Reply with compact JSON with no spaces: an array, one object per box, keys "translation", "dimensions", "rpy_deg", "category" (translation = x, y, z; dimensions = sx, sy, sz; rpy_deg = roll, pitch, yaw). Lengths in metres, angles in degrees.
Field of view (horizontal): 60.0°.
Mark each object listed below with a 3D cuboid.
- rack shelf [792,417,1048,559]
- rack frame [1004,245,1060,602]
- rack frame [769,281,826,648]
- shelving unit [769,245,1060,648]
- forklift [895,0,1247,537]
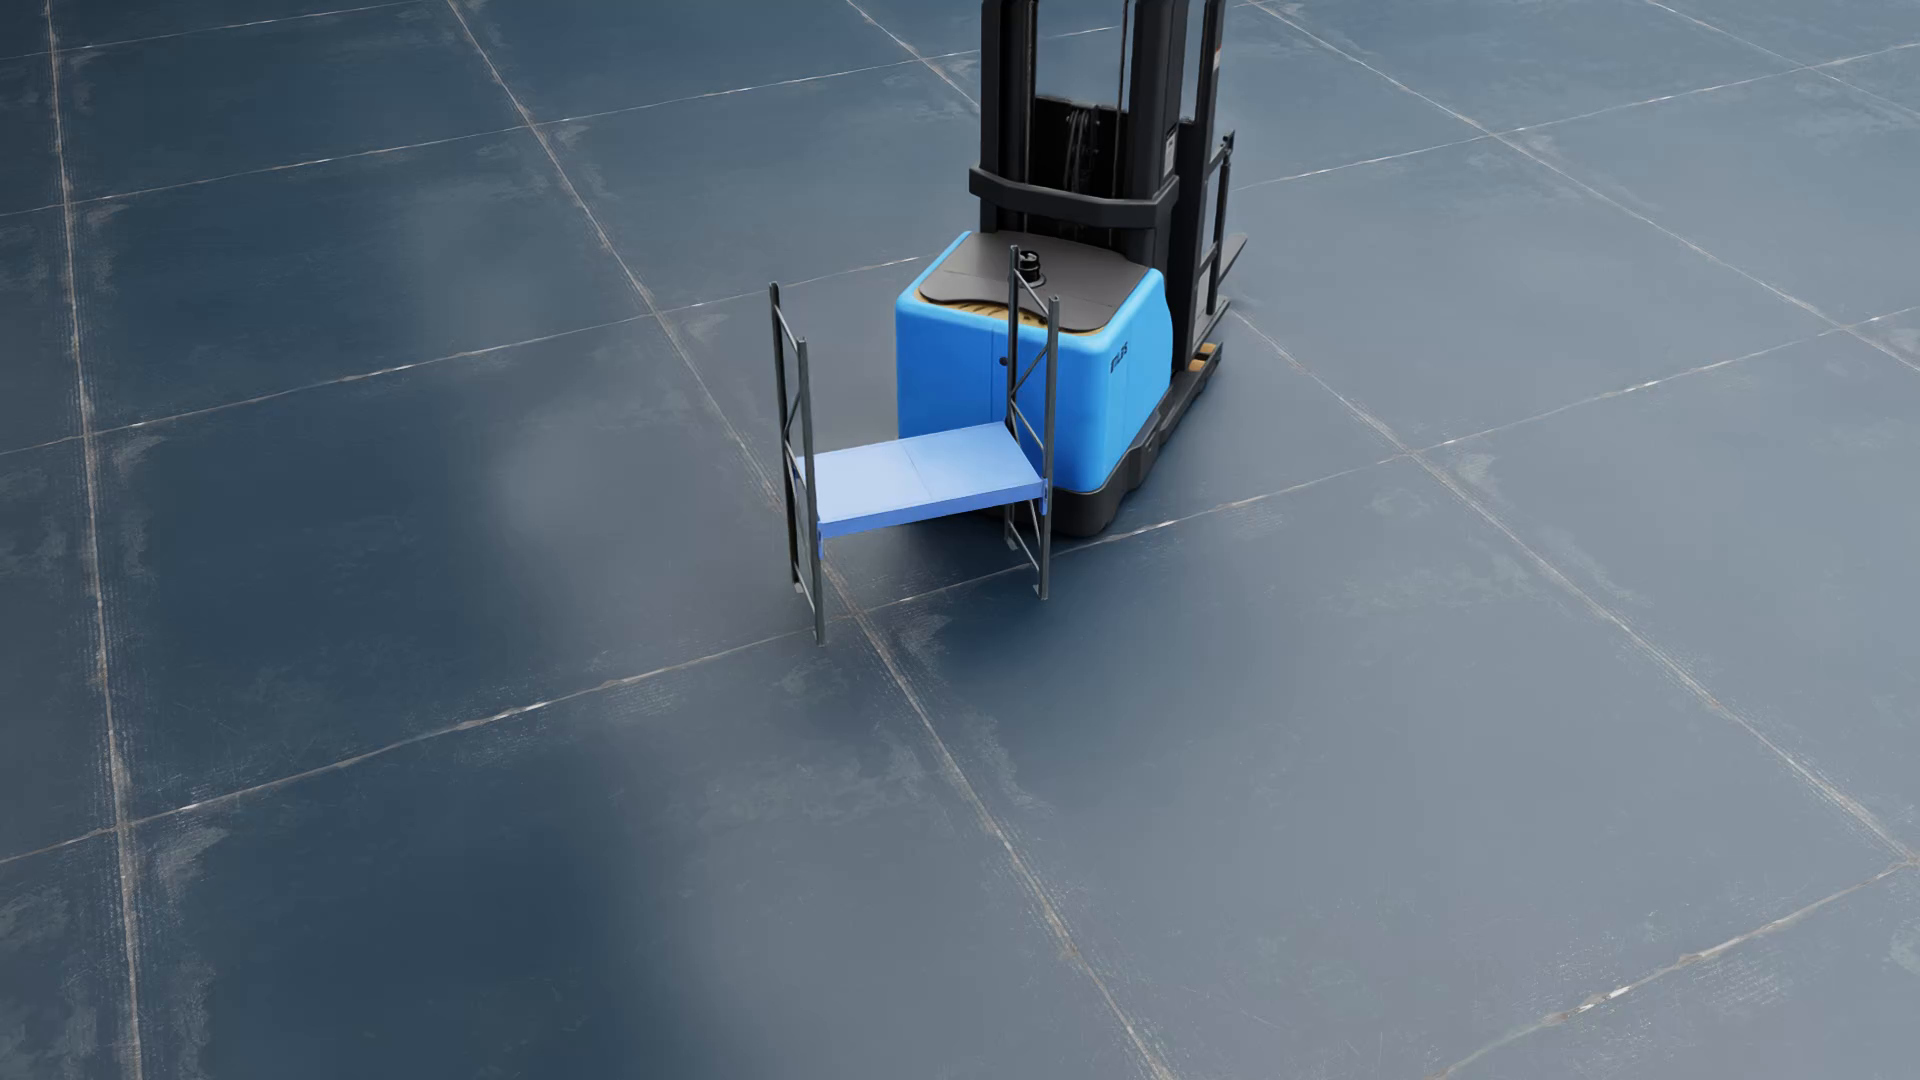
[{"translation":[-0.185,-0.234,7.108],"dimensions":[1.000,0.185,0.538],"rpy_deg":[-11,38,-15],"category":"rack shelf"},{"translation":[0.298,-0.473,7.129],"dimensions":[0.032,1.500,0.500],"rpy_deg":[-11,38,-15],"category":"rack frame"},{"translation":[-0.668,-0.283,6.873],"dimensions":[0.032,1.500,0.500],"rpy_deg":[-11,38,-15],"category":"rack frame"},{"translation":[-0.185,-0.378,7.001],"dimensions":[1.048,1.500,0.538],"rpy_deg":[-11,38,-15],"category":"shelving unit"},{"translation":[0.762,-2.064,8.073],"dimensions":[1.130,2.935,3.031],"rpy_deg":[15,39,19],"category":"forklift"}]
